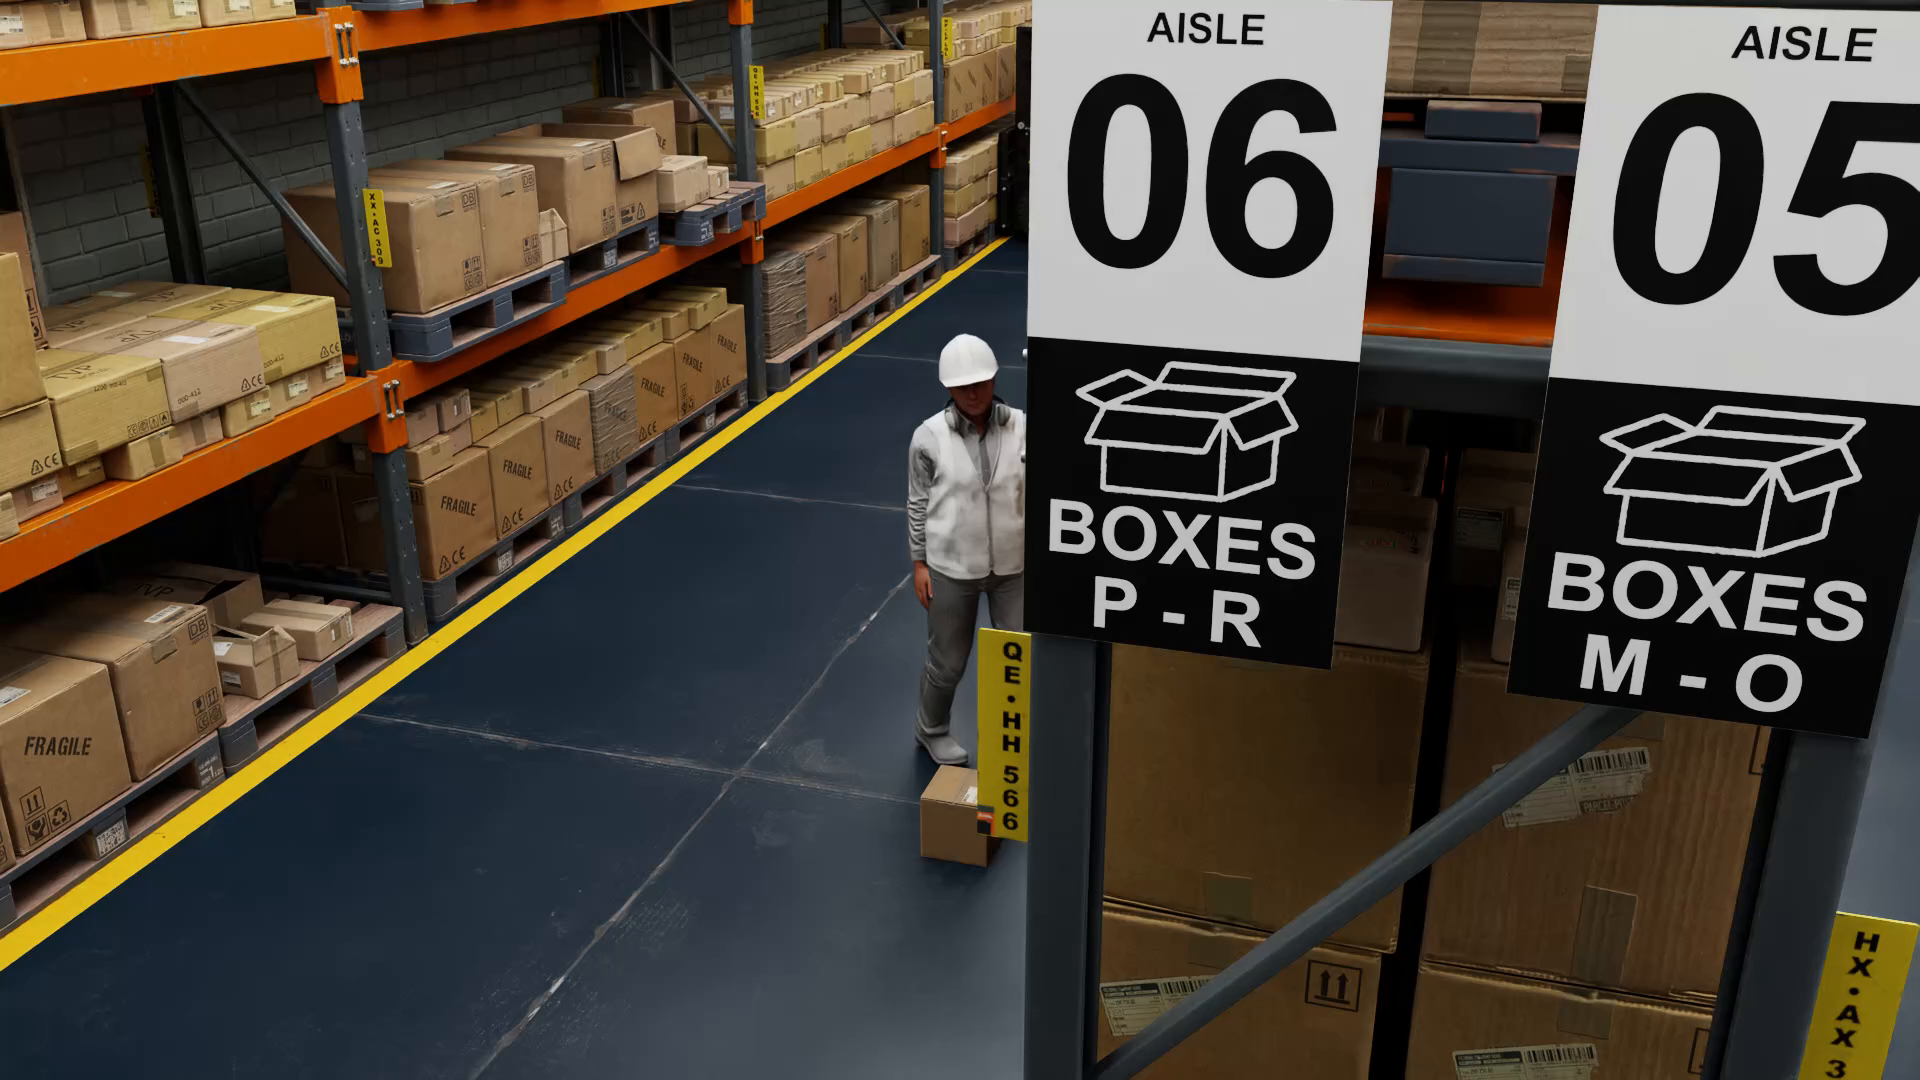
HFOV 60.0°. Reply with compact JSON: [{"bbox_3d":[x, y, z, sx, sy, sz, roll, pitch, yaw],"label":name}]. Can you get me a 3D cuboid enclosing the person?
[{"bbox_3d":[0.090,0.095,6.301,0.554,1.772,0.589,-4,22,-10],"label":"person"}]
